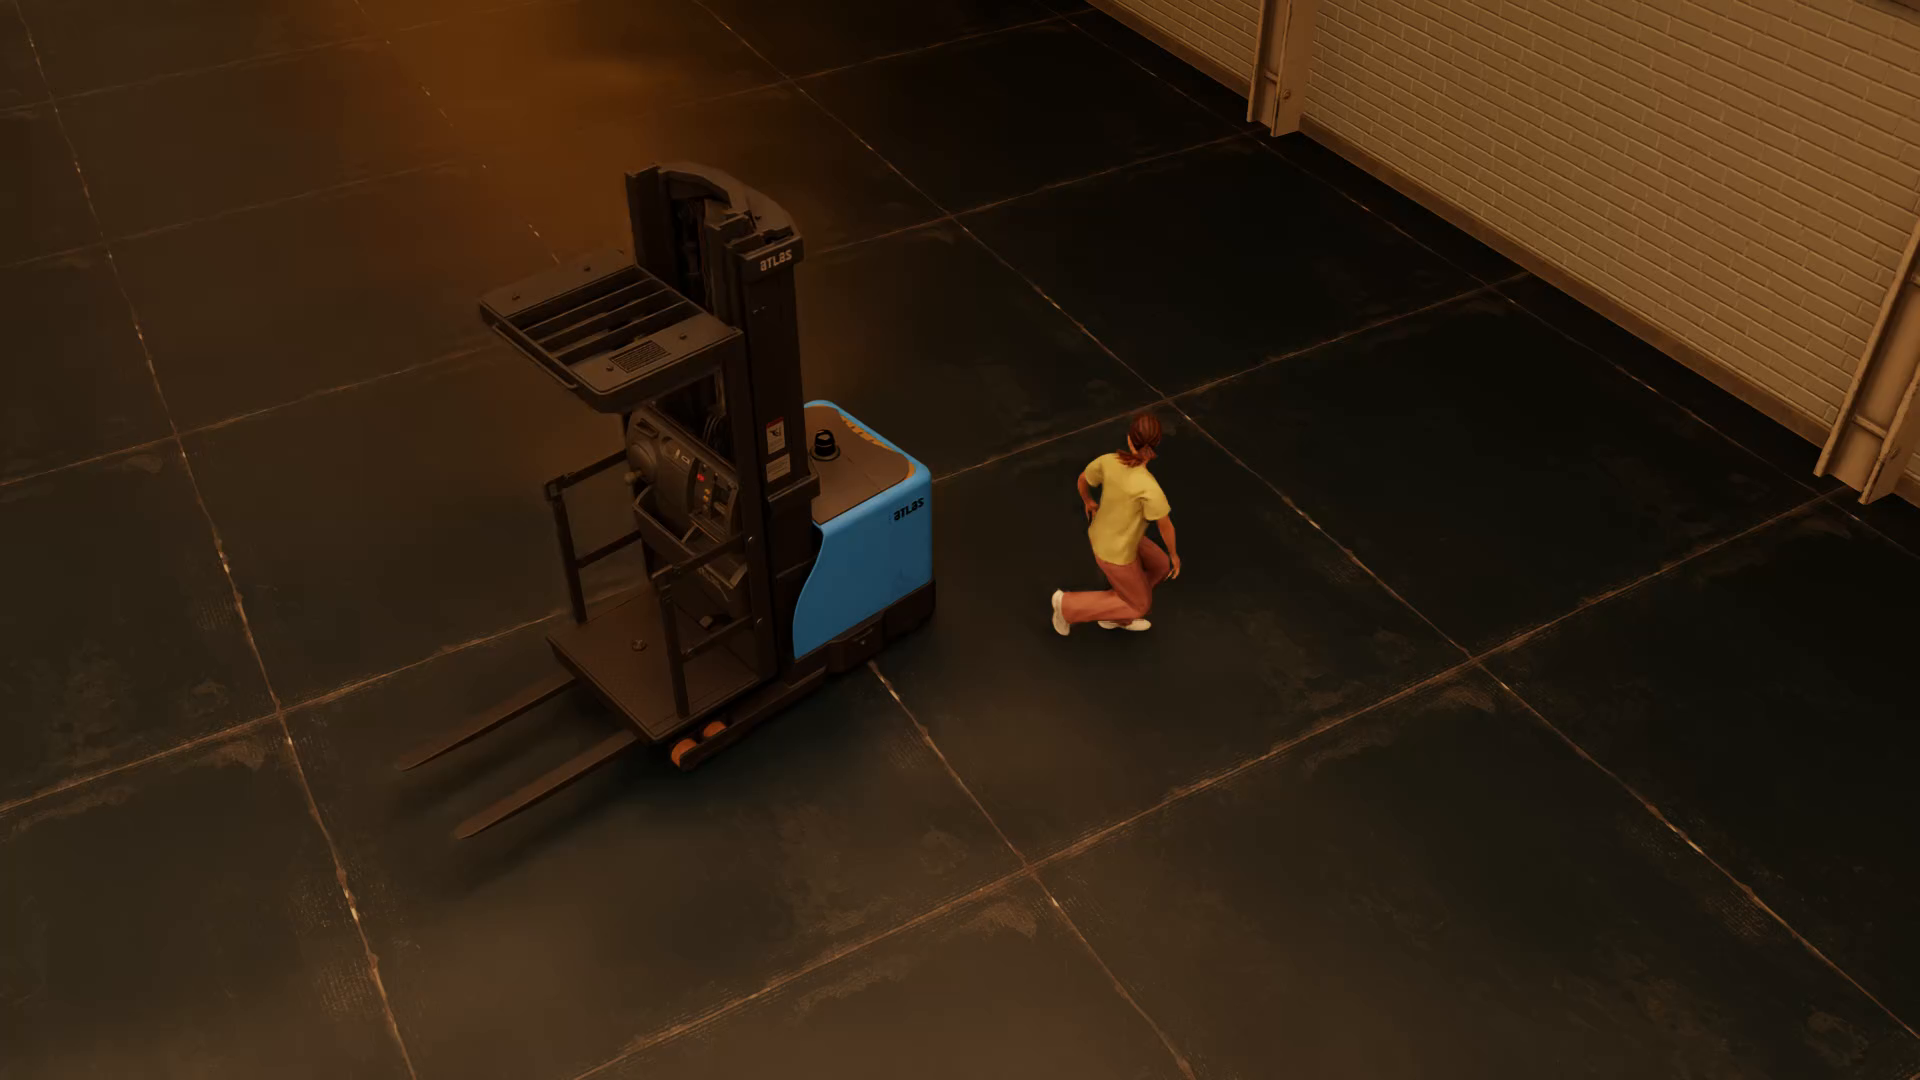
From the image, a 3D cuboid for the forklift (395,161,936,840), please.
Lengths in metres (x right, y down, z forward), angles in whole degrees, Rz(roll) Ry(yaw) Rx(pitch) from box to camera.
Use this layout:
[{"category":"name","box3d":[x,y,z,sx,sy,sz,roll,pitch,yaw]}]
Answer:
[{"category":"forklift","box3d":[-1.574,-0.284,8.378,3.031,2.935,1.130,-30,48,-31]}]

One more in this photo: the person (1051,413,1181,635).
[{"category":"person","box3d":[0.857,-0.053,9.279,0.692,1.465,0.609,-8,40,-9]}]
